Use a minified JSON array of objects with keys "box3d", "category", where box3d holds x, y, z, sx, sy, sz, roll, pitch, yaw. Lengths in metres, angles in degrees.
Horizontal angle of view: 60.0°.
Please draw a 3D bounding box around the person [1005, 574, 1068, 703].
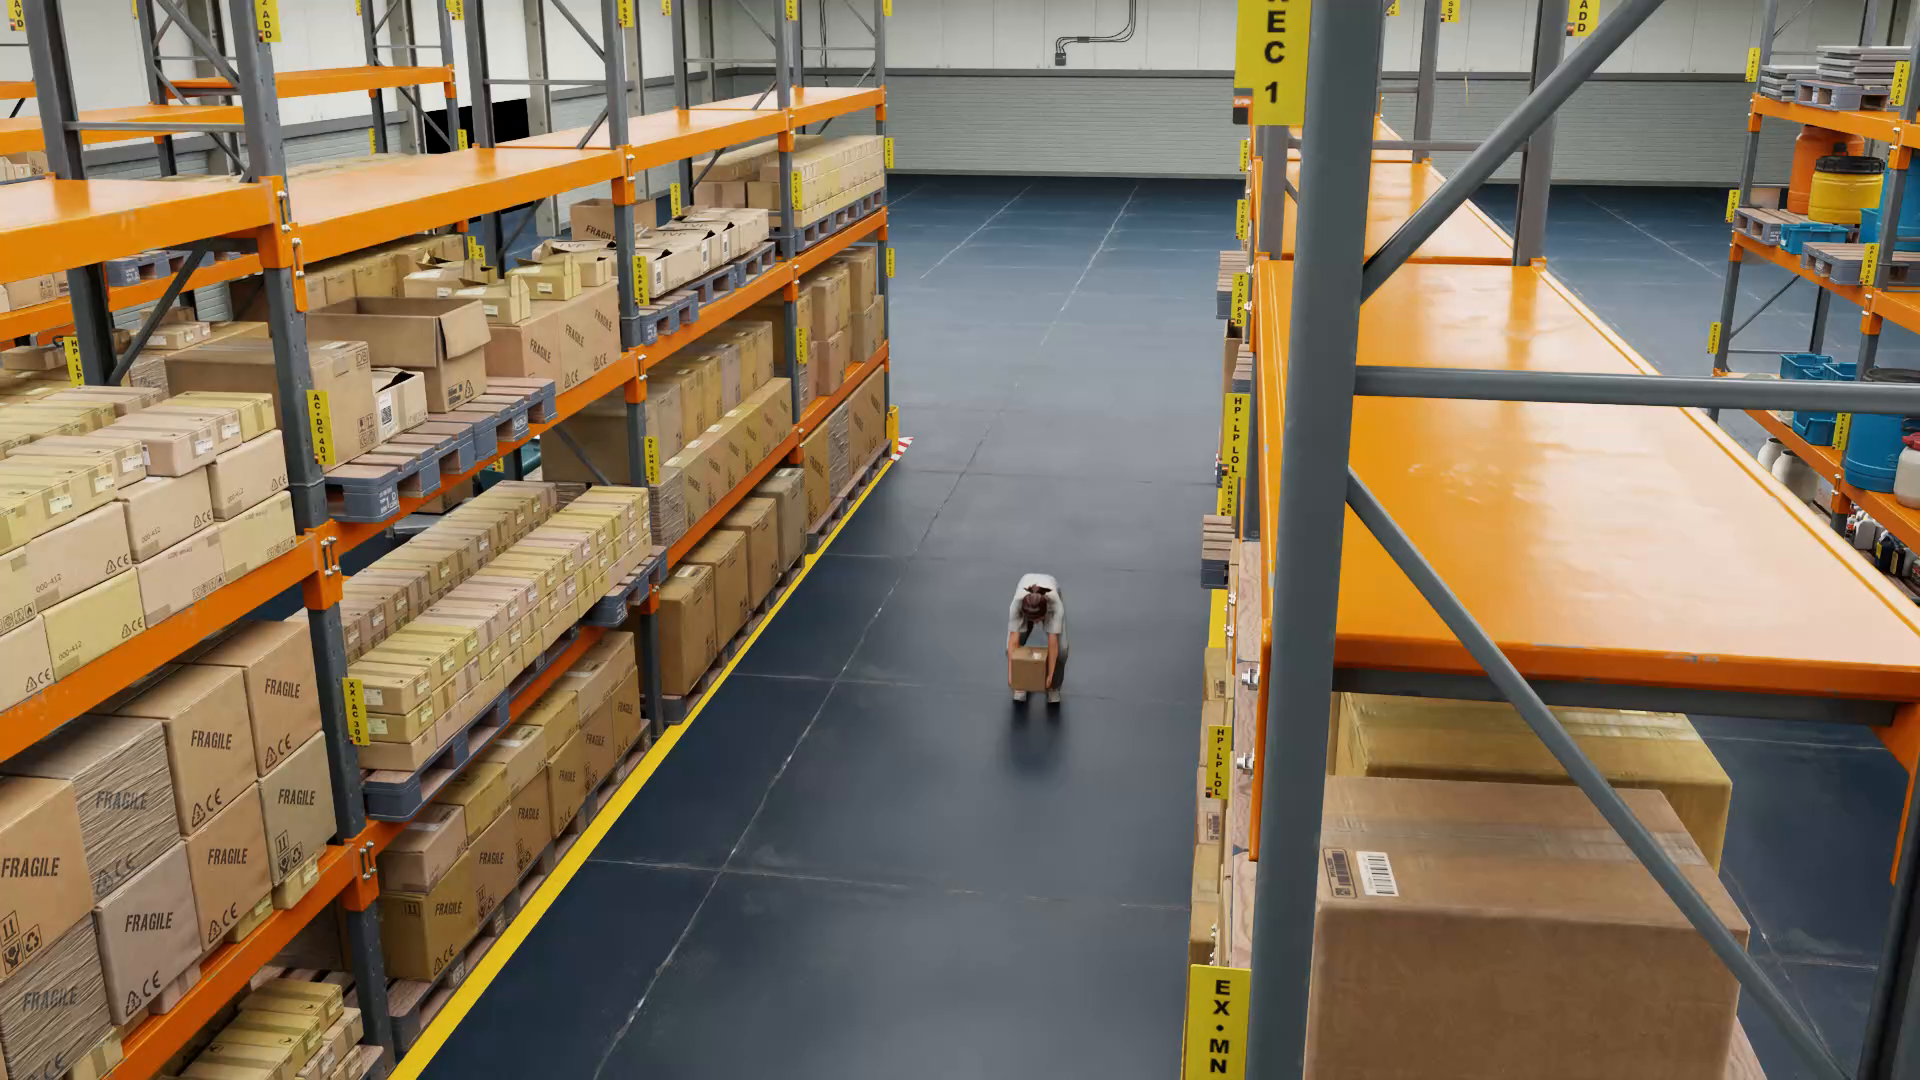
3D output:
[{"box3d":[0.565,0.741,12.248,0.466,1.040,0.866,2,18,6],"category":"person"}]
